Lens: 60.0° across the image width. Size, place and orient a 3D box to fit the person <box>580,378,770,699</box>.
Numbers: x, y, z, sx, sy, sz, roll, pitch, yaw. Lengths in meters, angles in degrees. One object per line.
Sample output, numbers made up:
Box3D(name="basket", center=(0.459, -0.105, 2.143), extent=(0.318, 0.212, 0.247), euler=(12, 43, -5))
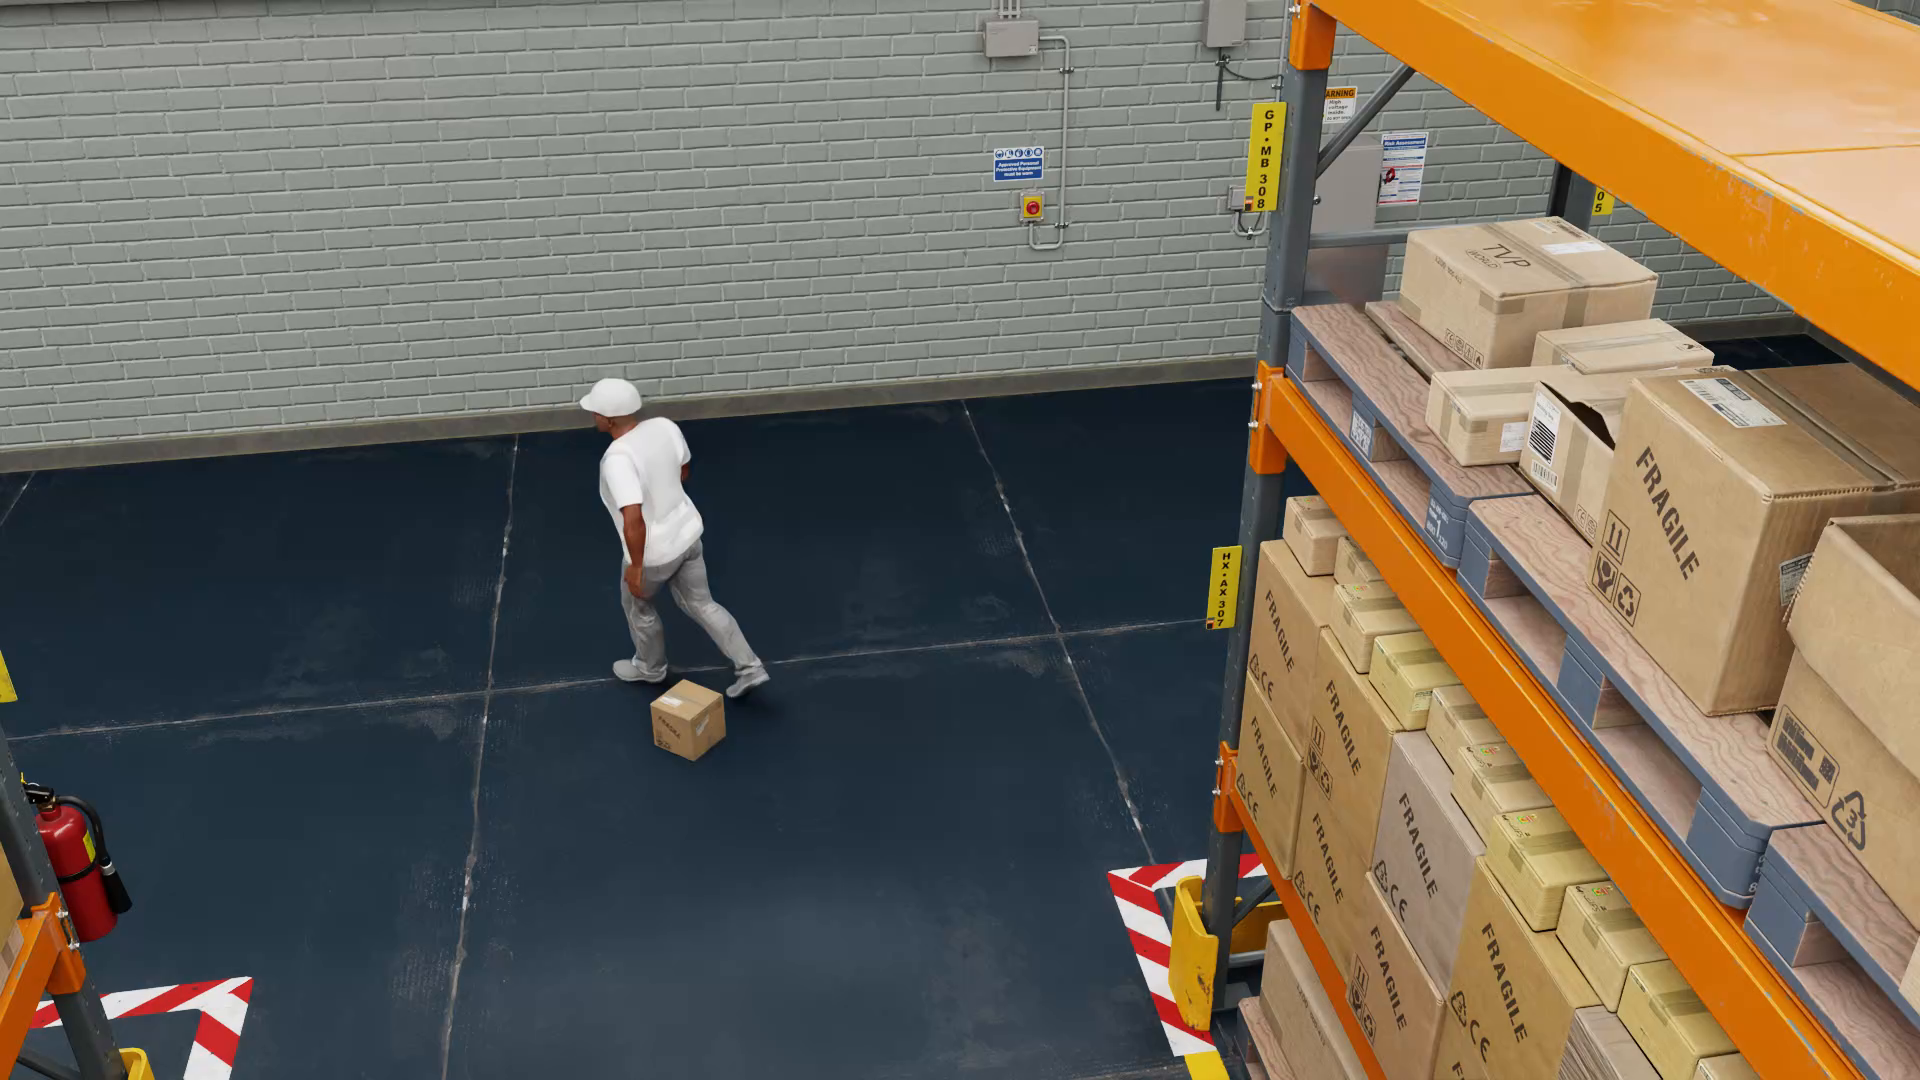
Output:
Box3D(name="person", center=(-1.411, 0.052, 8.044), extent=(0.918, 1.745, 0.703), euler=(16, 34, 25))
